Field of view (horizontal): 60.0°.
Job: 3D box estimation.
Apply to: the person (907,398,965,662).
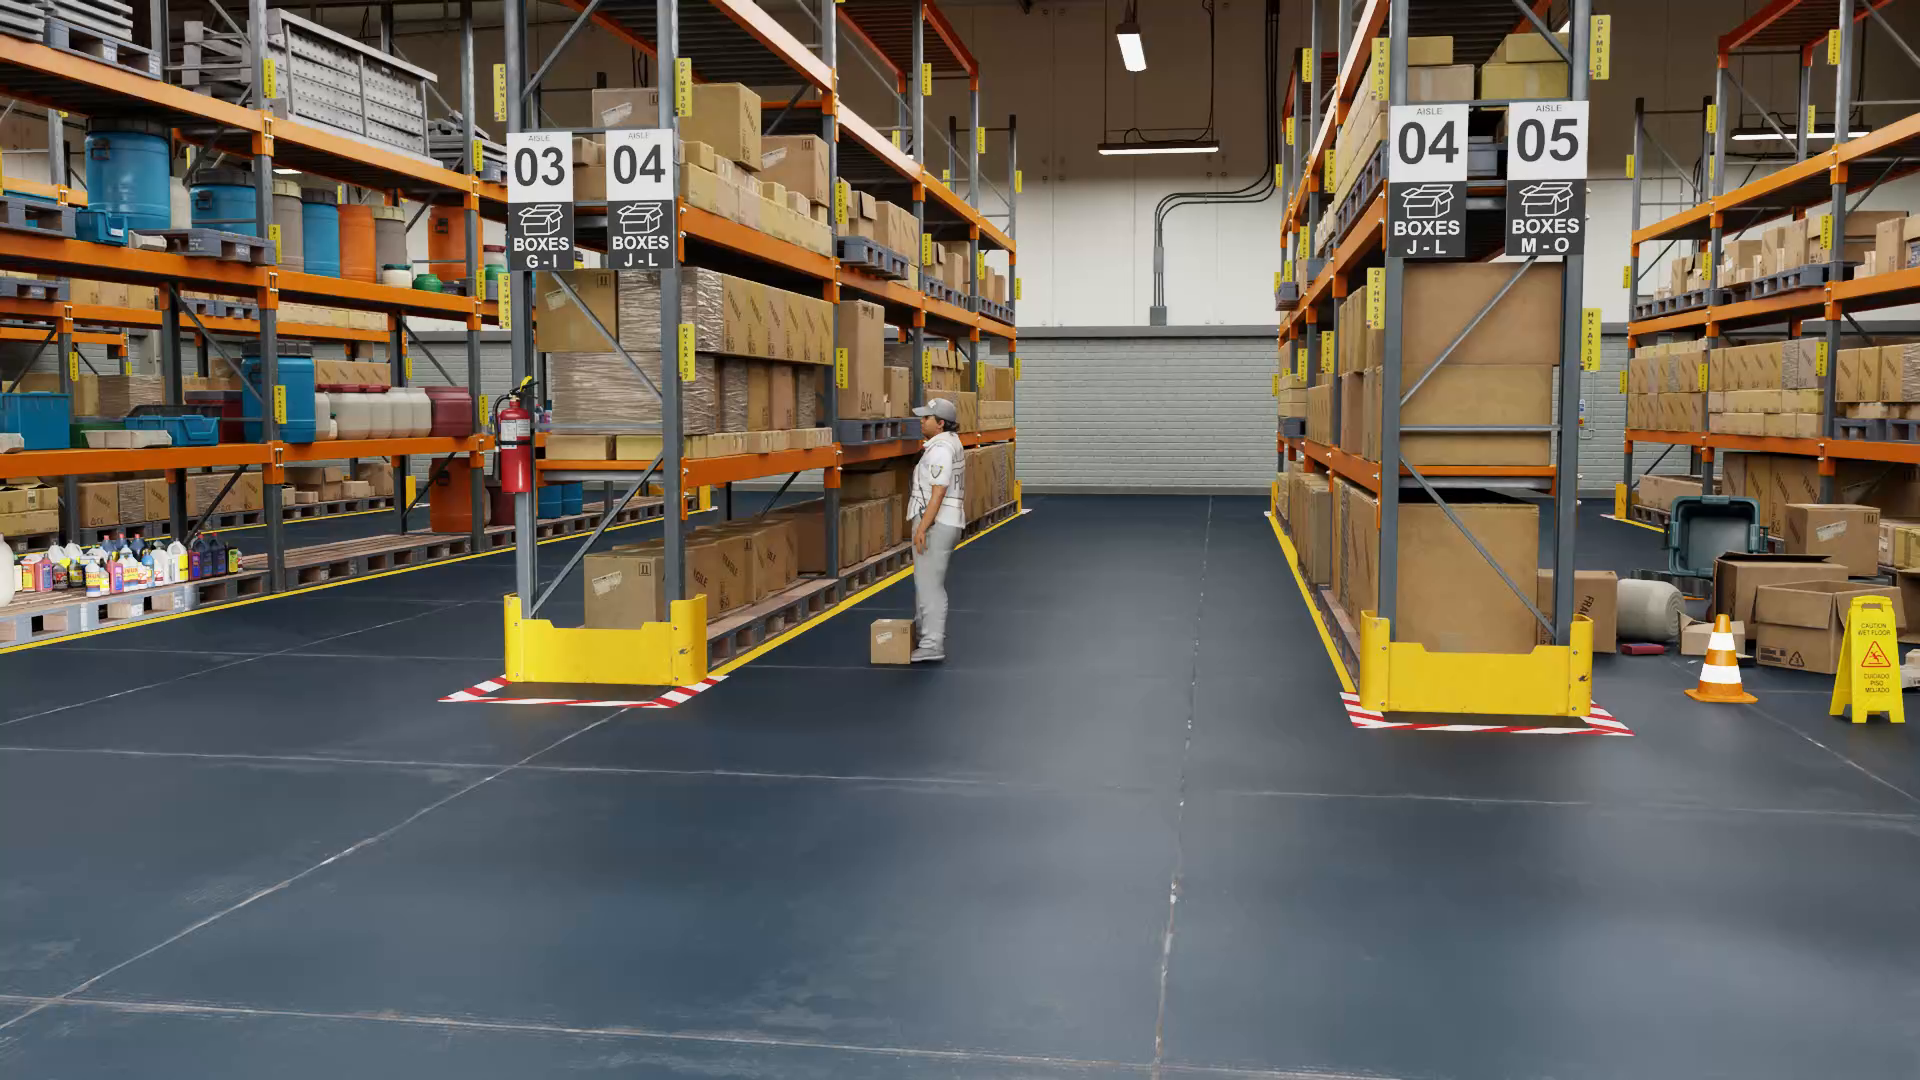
[{"bbox_3d":[-0.232,-0.067,10.589,0.529,1.670,0.597,1,5,9],"label":"person"}]
